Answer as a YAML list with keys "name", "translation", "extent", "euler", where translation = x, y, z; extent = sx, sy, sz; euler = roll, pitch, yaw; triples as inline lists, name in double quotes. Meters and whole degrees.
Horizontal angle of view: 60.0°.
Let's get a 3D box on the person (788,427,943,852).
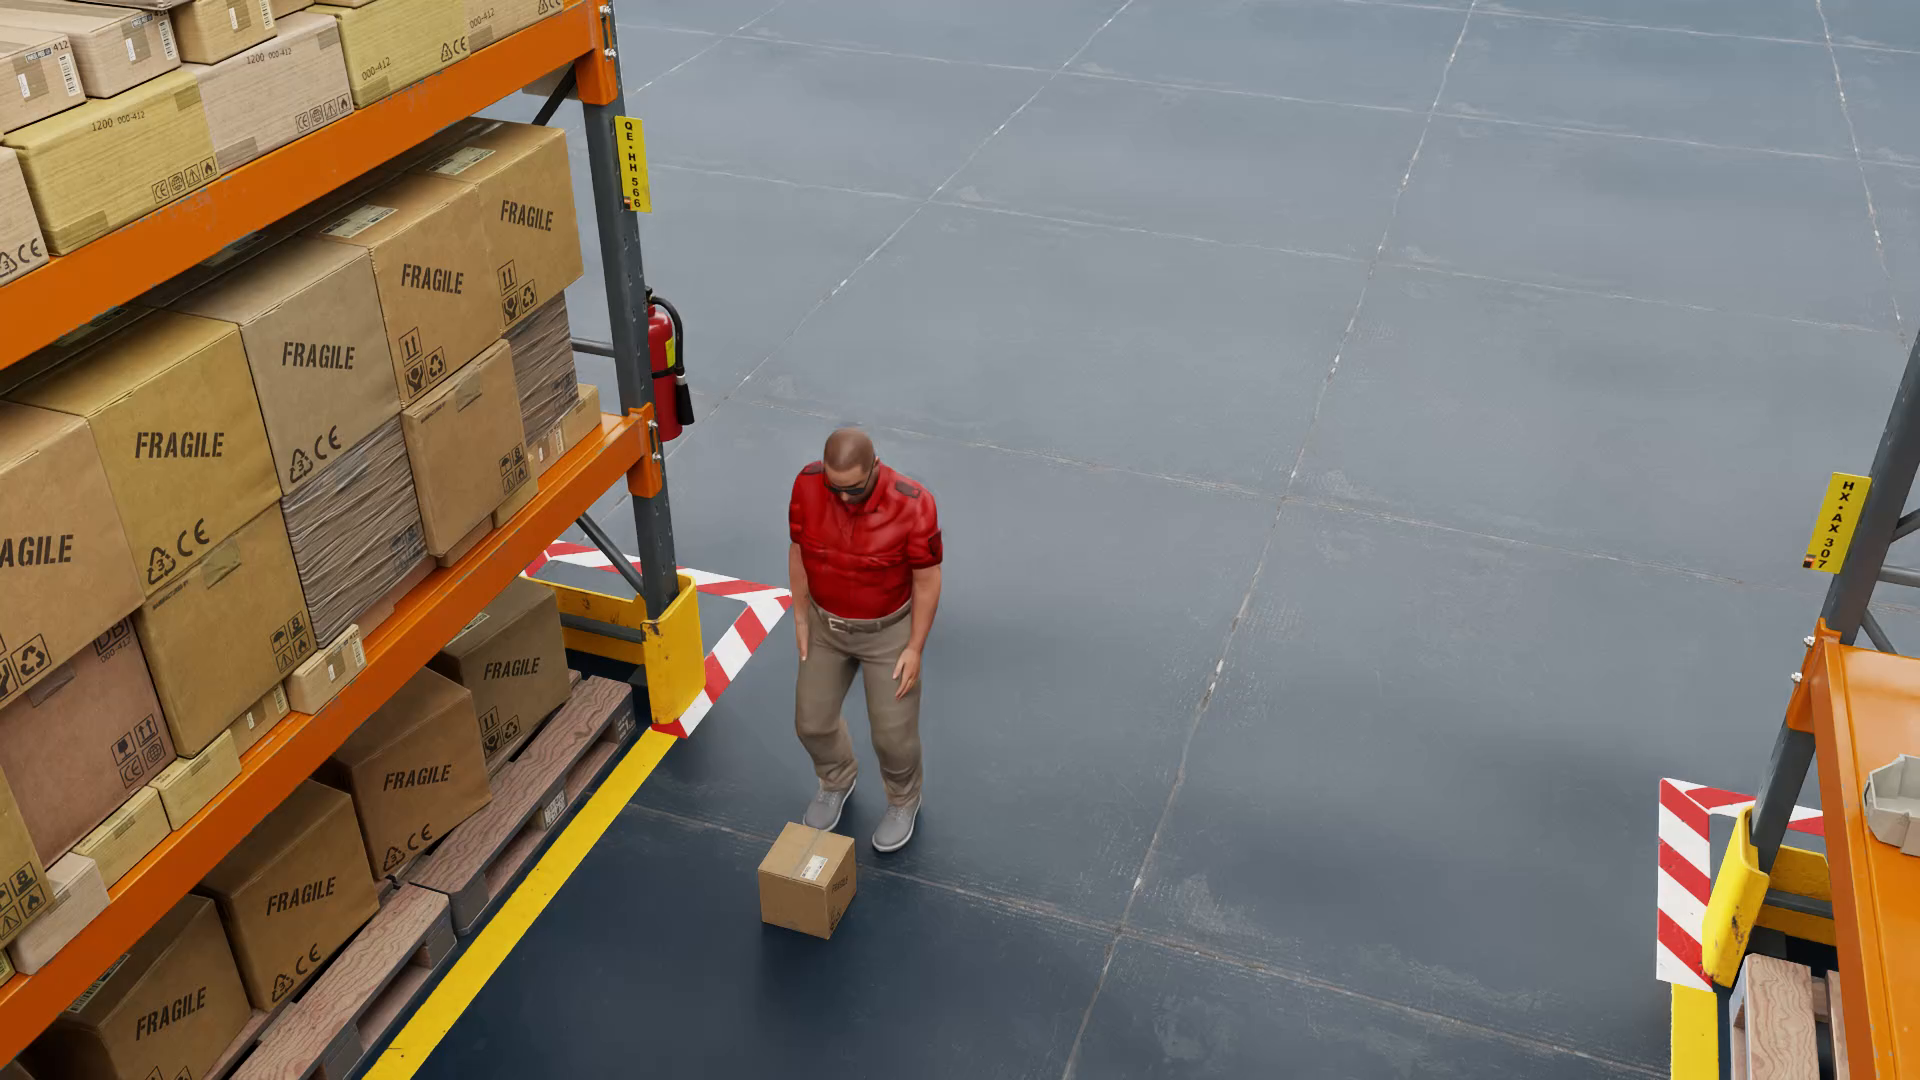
- name: "person"
  translation: [-0.321, 0.321, 5.713]
  extent: [0.553, 1.688, 0.415]
  euler: [12, 35, 18]
